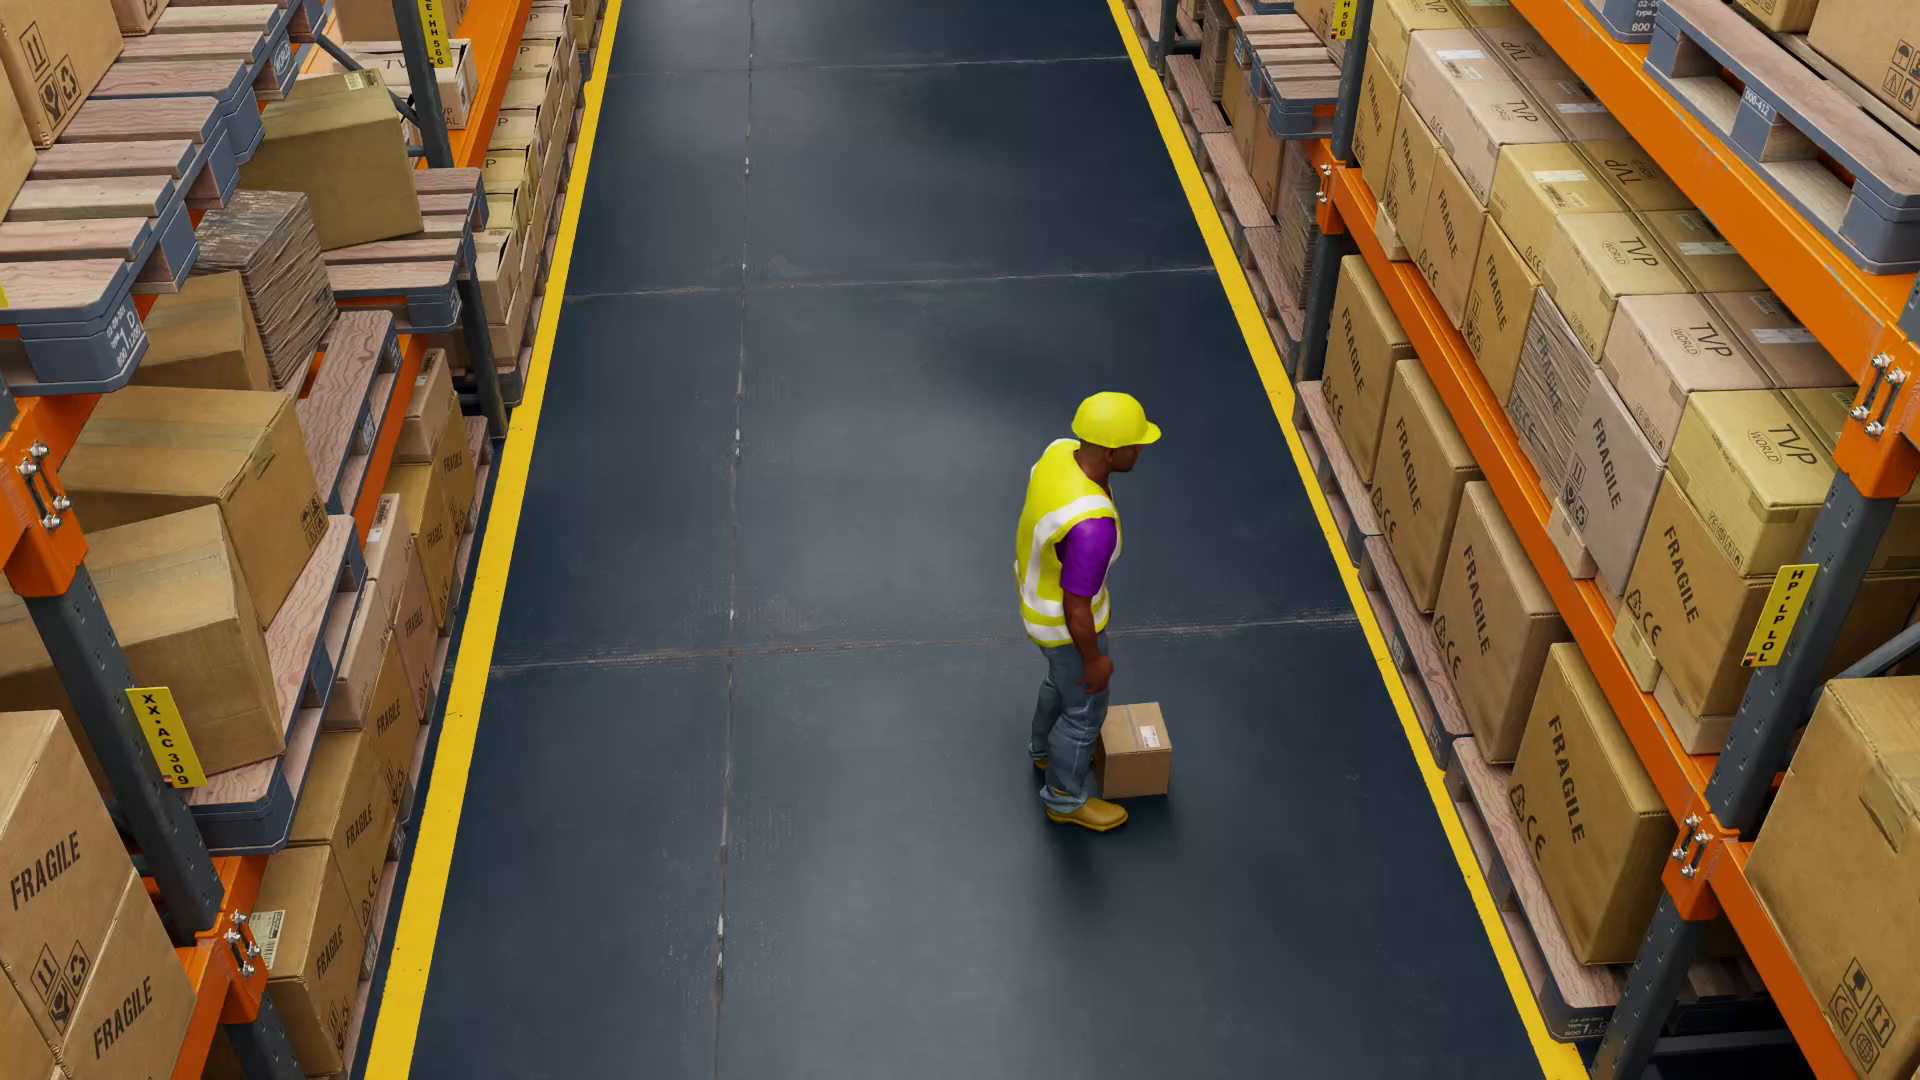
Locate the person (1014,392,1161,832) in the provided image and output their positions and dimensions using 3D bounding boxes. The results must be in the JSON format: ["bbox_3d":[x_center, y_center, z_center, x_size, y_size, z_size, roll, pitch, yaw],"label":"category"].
[{"bbox_3d":[0.424,0.241,5.841,0.460,1.760,0.627,-3,39,-4],"label":"person"}]
